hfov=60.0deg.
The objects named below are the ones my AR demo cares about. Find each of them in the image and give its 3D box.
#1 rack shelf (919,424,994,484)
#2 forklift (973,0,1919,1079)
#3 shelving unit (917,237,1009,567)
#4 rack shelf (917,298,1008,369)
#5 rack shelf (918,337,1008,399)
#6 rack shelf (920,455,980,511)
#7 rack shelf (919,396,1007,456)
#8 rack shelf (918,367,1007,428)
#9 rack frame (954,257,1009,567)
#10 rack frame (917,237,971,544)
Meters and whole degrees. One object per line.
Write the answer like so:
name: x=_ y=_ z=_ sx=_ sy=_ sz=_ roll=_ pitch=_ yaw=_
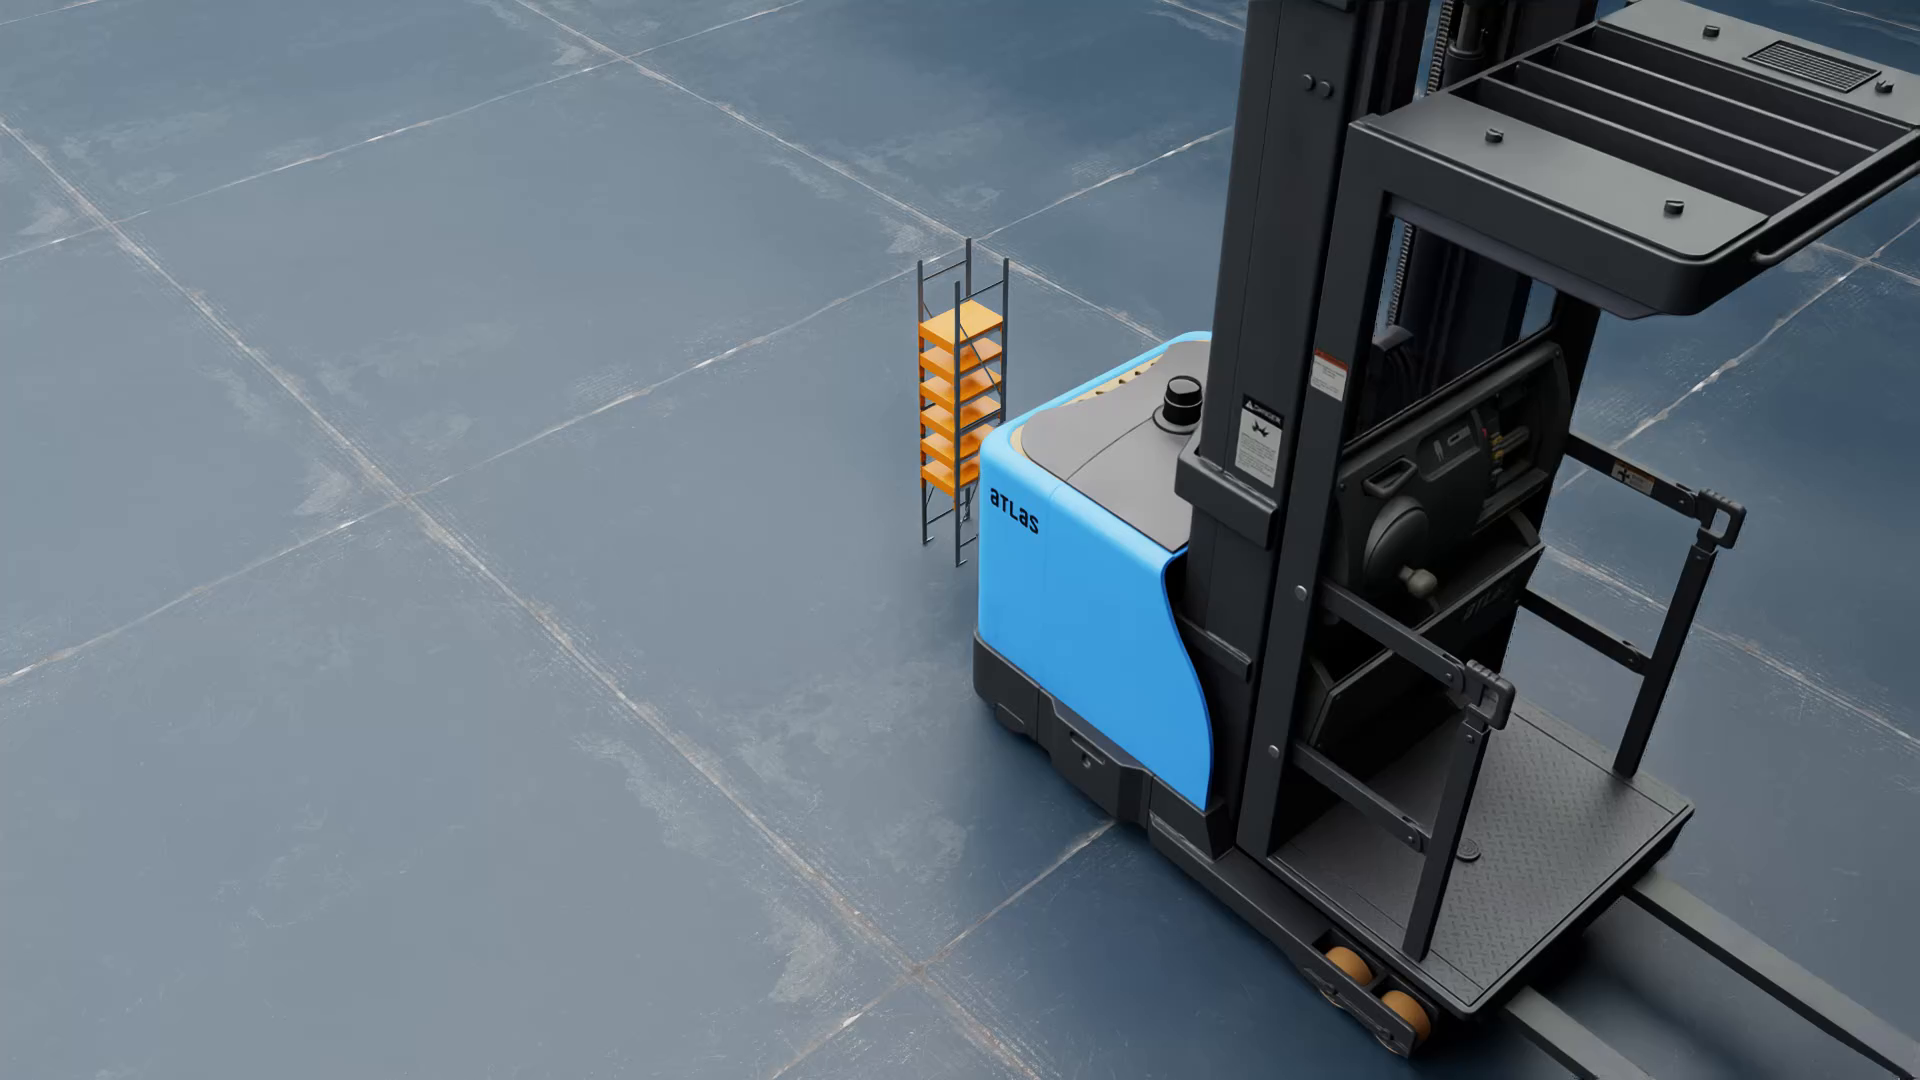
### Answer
rack shelf: x=0.010 y=-0.332 z=5.968 sx=0.258 sy=0.103 sz=0.180 roll=-30 pitch=48 yaw=-32
forklift: x=1.386 y=-0.110 z=4.053 sx=1.130 sy=2.935 sz=3.031 roll=-28 pitch=47 yaw=-31
shelving unit: x=0.010 y=-0.460 z=5.865 sx=0.258 sy=1.200 sz=0.189 roll=-30 pitch=48 yaw=-32
rack shelf: x=0.010 y=-0.706 z=5.666 sx=0.258 sy=0.103 sz=0.180 roll=-30 pitch=48 yaw=-32
rack shelf: x=0.010 y=-0.612 z=5.742 sx=0.258 sy=0.103 sz=0.180 roll=-30 pitch=48 yaw=-32
rack shelf: x=0.010 y=-0.239 z=6.043 sx=0.258 sy=0.103 sz=0.180 roll=-30 pitch=48 yaw=-32
rack shelf: x=0.010 y=-0.426 z=5.893 sx=0.258 sy=0.103 sz=0.180 roll=-30 pitch=48 yaw=-32
rack shelf: x=0.010 y=-0.519 z=5.817 sx=0.258 sy=0.103 sz=0.180 roll=-30 pitch=48 yaw=-32
rack frame: x=0.072 y=-0.418 z=5.812 sx=0.240 sy=1.200 sz=0.006 roll=-30 pitch=48 yaw=-32
rack frame: x=-0.052 y=-0.502 z=5.917 sx=0.240 sy=1.200 sz=0.006 roll=-30 pitch=48 yaw=-32
